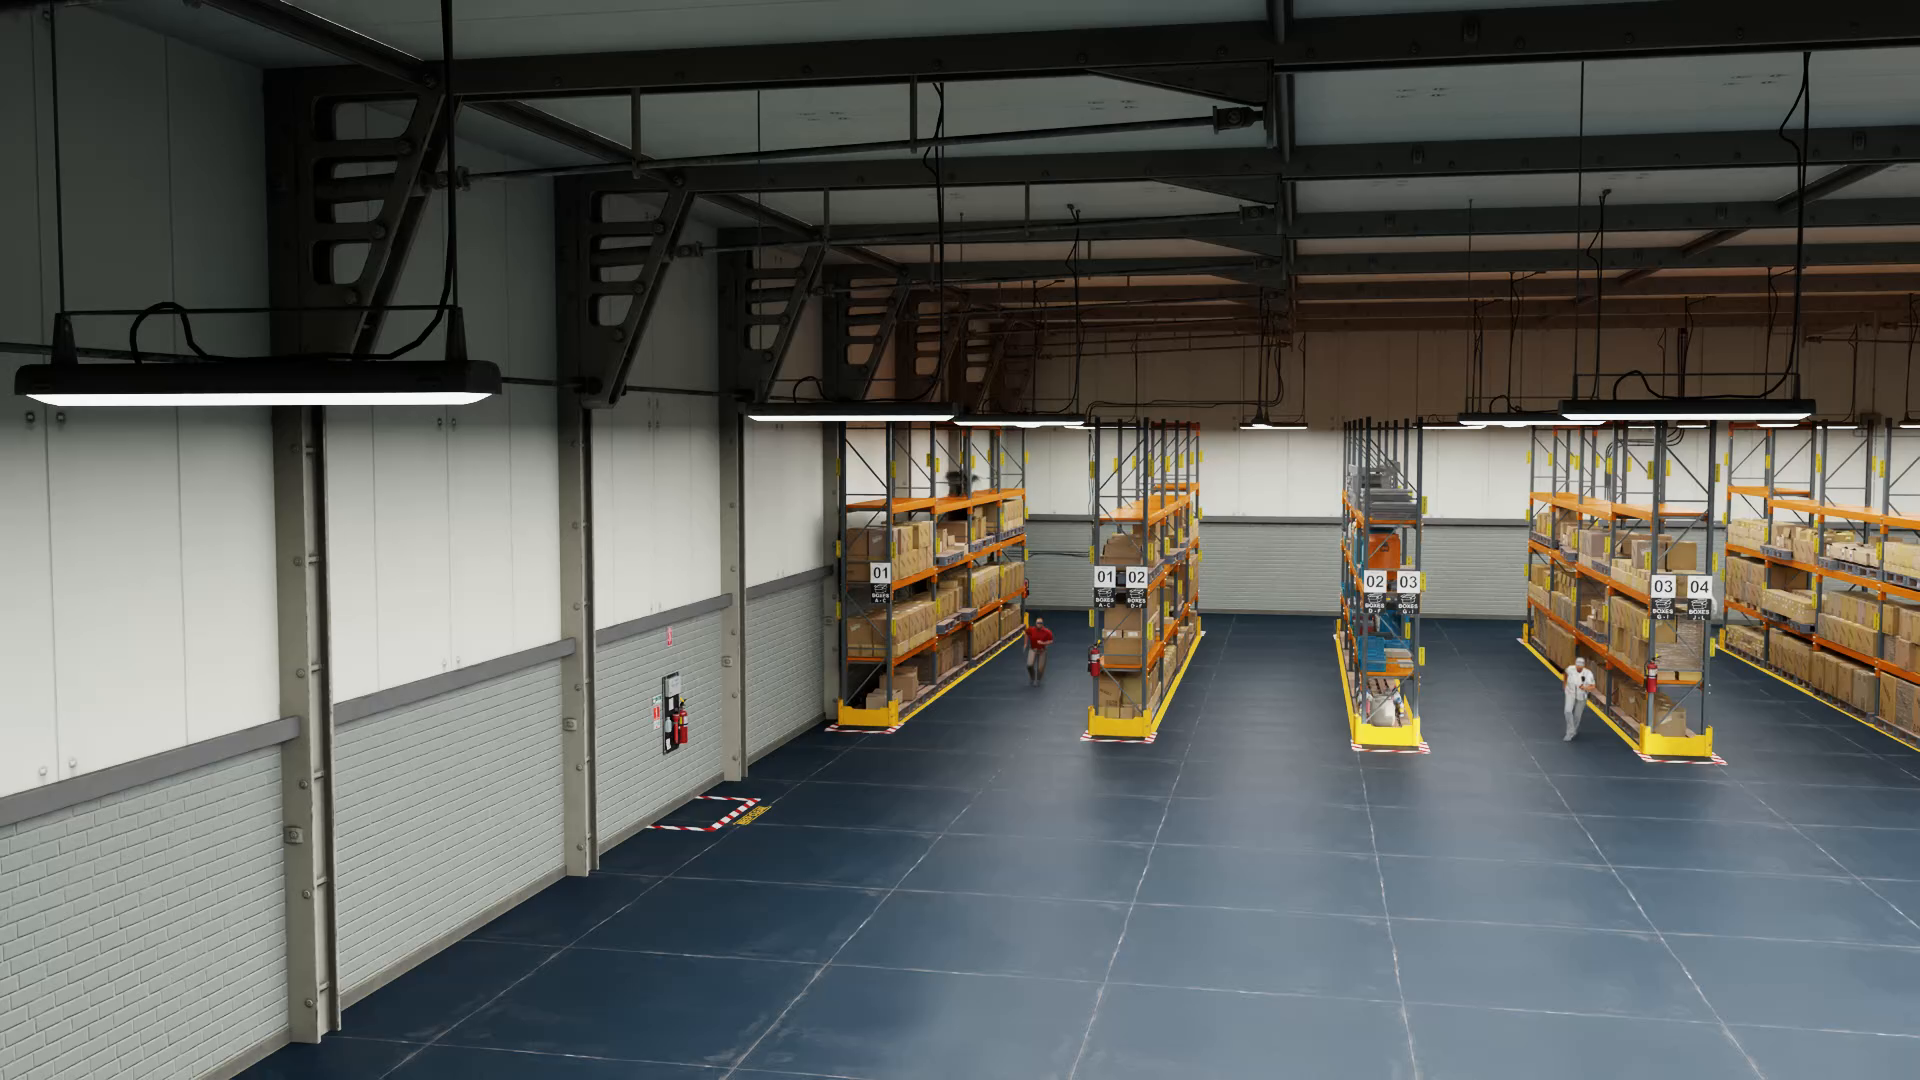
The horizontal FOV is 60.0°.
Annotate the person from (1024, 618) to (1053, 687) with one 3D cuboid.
[{"bbox_3d":[1.757,2.511,37.345,0.675,1.582,0.904,0,4,6],"label":"person"}]

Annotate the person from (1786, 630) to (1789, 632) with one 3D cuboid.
[{"bbox_3d":[22.226,1.988,44.224,0.682,1.794,0.865,-1,4,-17],"label":"person"}]

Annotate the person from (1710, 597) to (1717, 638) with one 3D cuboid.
[{"bbox_3d":[20.180,1.995,45.110,0.700,1.644,0.632,-1,4,-13],"label":"person"}]

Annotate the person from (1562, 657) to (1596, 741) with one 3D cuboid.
[{"bbox_3d":[11.500,2.912,30.908,0.588,1.545,1.011,2,4,22],"label":"person"}]
